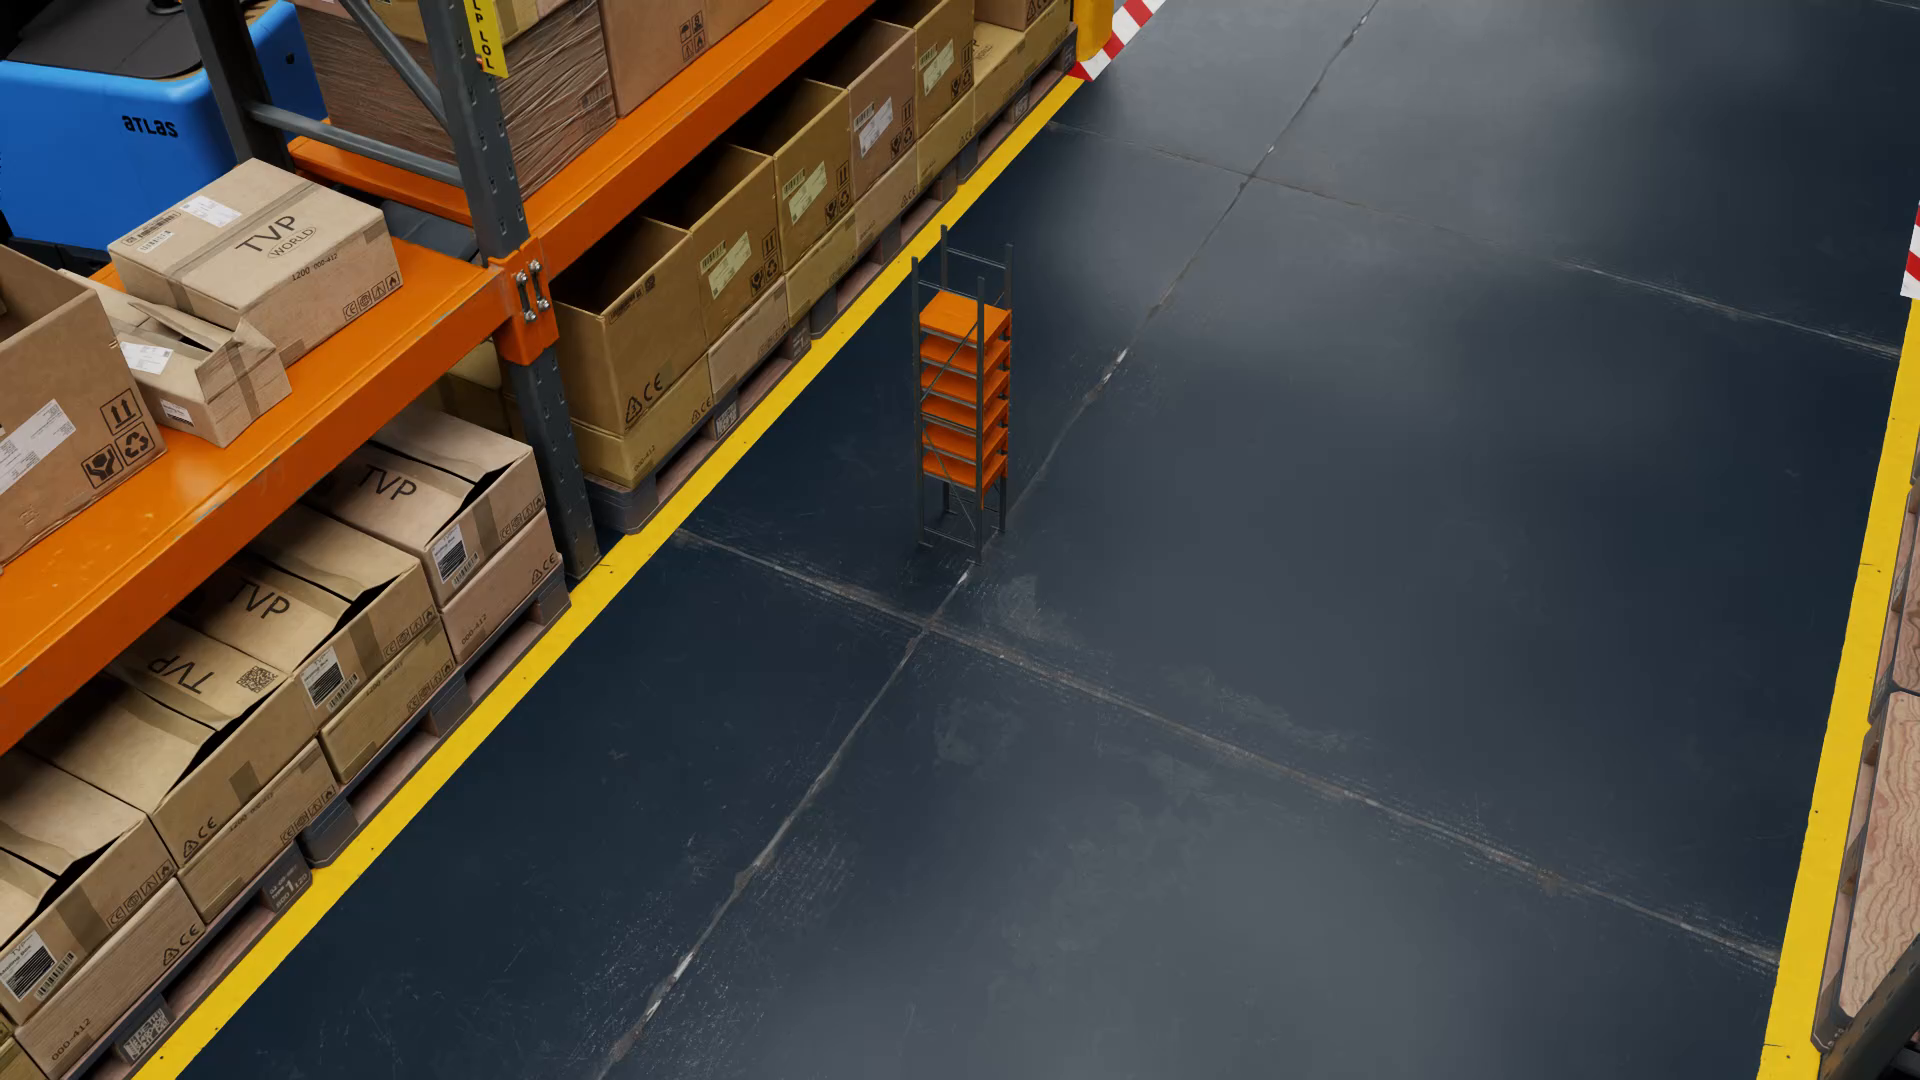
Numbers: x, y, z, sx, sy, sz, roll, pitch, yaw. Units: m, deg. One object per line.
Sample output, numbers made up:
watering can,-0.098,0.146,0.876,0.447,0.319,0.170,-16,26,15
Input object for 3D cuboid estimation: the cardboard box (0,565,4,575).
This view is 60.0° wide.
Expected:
cardboard box,-2.542,-0.025,3.595,0.500,0.500,0.500,21,49,19

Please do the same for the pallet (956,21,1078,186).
pallet,-0.155,-2.160,7.736,1.003,0.211,1.213,20,49,19

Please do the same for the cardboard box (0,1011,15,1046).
cardboard box,-2.573,1.139,3.759,0.500,0.311,0.500,19,48,18

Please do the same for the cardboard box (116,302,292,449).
cardboard box,-1.940,-0.454,4.184,0.396,0.266,0.258,19,48,18

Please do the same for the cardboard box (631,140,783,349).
cardboard box,-0.977,-1.066,5.806,0.500,0.500,0.500,20,49,19

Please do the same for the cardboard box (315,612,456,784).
cardboard box,-1.866,0.379,4.905,0.500,0.250,0.500,20,49,18

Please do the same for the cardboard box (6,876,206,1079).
cardboard box,-2.341,1.021,4.270,0.500,0.250,0.500,21,49,20

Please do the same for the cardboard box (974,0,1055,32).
cardboard box,0.177,-2.644,7.365,0.500,0.500,0.500,20,49,19

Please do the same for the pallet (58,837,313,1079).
pallet,-2.567,1.113,4.501,1.003,0.211,1.213,20,49,19

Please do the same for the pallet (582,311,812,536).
pallet,-1.288,-0.622,6.217,1.003,0.211,1.213,20,49,19

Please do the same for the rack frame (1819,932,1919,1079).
rack frame,2.695,0.518,3.129,1.000,3.000,0.127,20,49,19

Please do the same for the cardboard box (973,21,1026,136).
cardboard box,-0.046,-2.062,7.317,0.500,0.250,0.500,20,49,19

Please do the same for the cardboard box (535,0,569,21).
cardboard box,-1.282,-1.642,4.738,0.380,0.149,0.250,21,49,20

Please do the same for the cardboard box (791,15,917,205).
cardboard box,-0.507,-1.695,6.426,0.500,0.500,0.500,20,49,19

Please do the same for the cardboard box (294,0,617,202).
cardboard box,-1.494,-1.432,4.986,0.700,0.500,0.500,19,48,18

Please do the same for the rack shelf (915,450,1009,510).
rack shelf,0.007,-0.231,5.535,0.258,0.103,0.180,20,49,19

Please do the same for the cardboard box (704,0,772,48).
cardboard box,-1.018,-2.081,5.628,0.700,0.500,0.500,21,49,20

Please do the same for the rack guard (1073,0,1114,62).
rack guard,0.174,-2.772,8.138,1.175,0.500,0.348,20,49,19

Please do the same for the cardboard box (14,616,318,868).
cardboard box,-2.098,0.500,4.391,0.500,0.311,0.500,20,49,19

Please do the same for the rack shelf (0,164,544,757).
rack shelf,-2.623,0.397,3.754,1.077,0.370,4.000,20,49,19

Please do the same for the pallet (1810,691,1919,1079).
pallet,2.976,1.063,4.551,1.003,0.211,1.213,20,49,19

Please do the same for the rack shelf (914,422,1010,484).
rack shelf,0.007,-0.315,5.449,0.258,0.103,0.180,20,49,19

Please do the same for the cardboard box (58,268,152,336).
cardboard box,-2.287,-0.536,4.348,0.380,0.149,0.250,20,49,19

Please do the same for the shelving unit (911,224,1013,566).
shelving unit,0.007,-0.431,5.332,0.258,1.200,0.189,20,49,19

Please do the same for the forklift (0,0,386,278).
forklift,-4.006,-2.421,6.082,3.031,2.935,1.130,10,46,9

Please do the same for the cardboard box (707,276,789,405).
cardboard box,-0.974,-0.802,6.071,0.500,0.250,0.500,20,49,19

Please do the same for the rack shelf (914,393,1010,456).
rack shelf,0.007,-0.400,5.364,0.258,0.103,0.180,20,49,19

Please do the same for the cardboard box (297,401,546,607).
cardboard box,-1.628,-0.144,5.027,0.500,0.311,0.500,20,49,19

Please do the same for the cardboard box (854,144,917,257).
cardboard box,-0.510,-1.432,6.694,0.500,0.250,0.500,20,49,19

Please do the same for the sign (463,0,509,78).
sign,-1.209,-1.322,4.189,0.100,0.325,0.005,20,49,19

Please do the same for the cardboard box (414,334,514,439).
cardboard box,-1.673,-0.661,5.932,0.500,0.250,0.500,20,49,19

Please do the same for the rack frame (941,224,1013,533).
rack frame,0.049,-0.489,5.389,0.240,1.200,0.006,20,49,19
